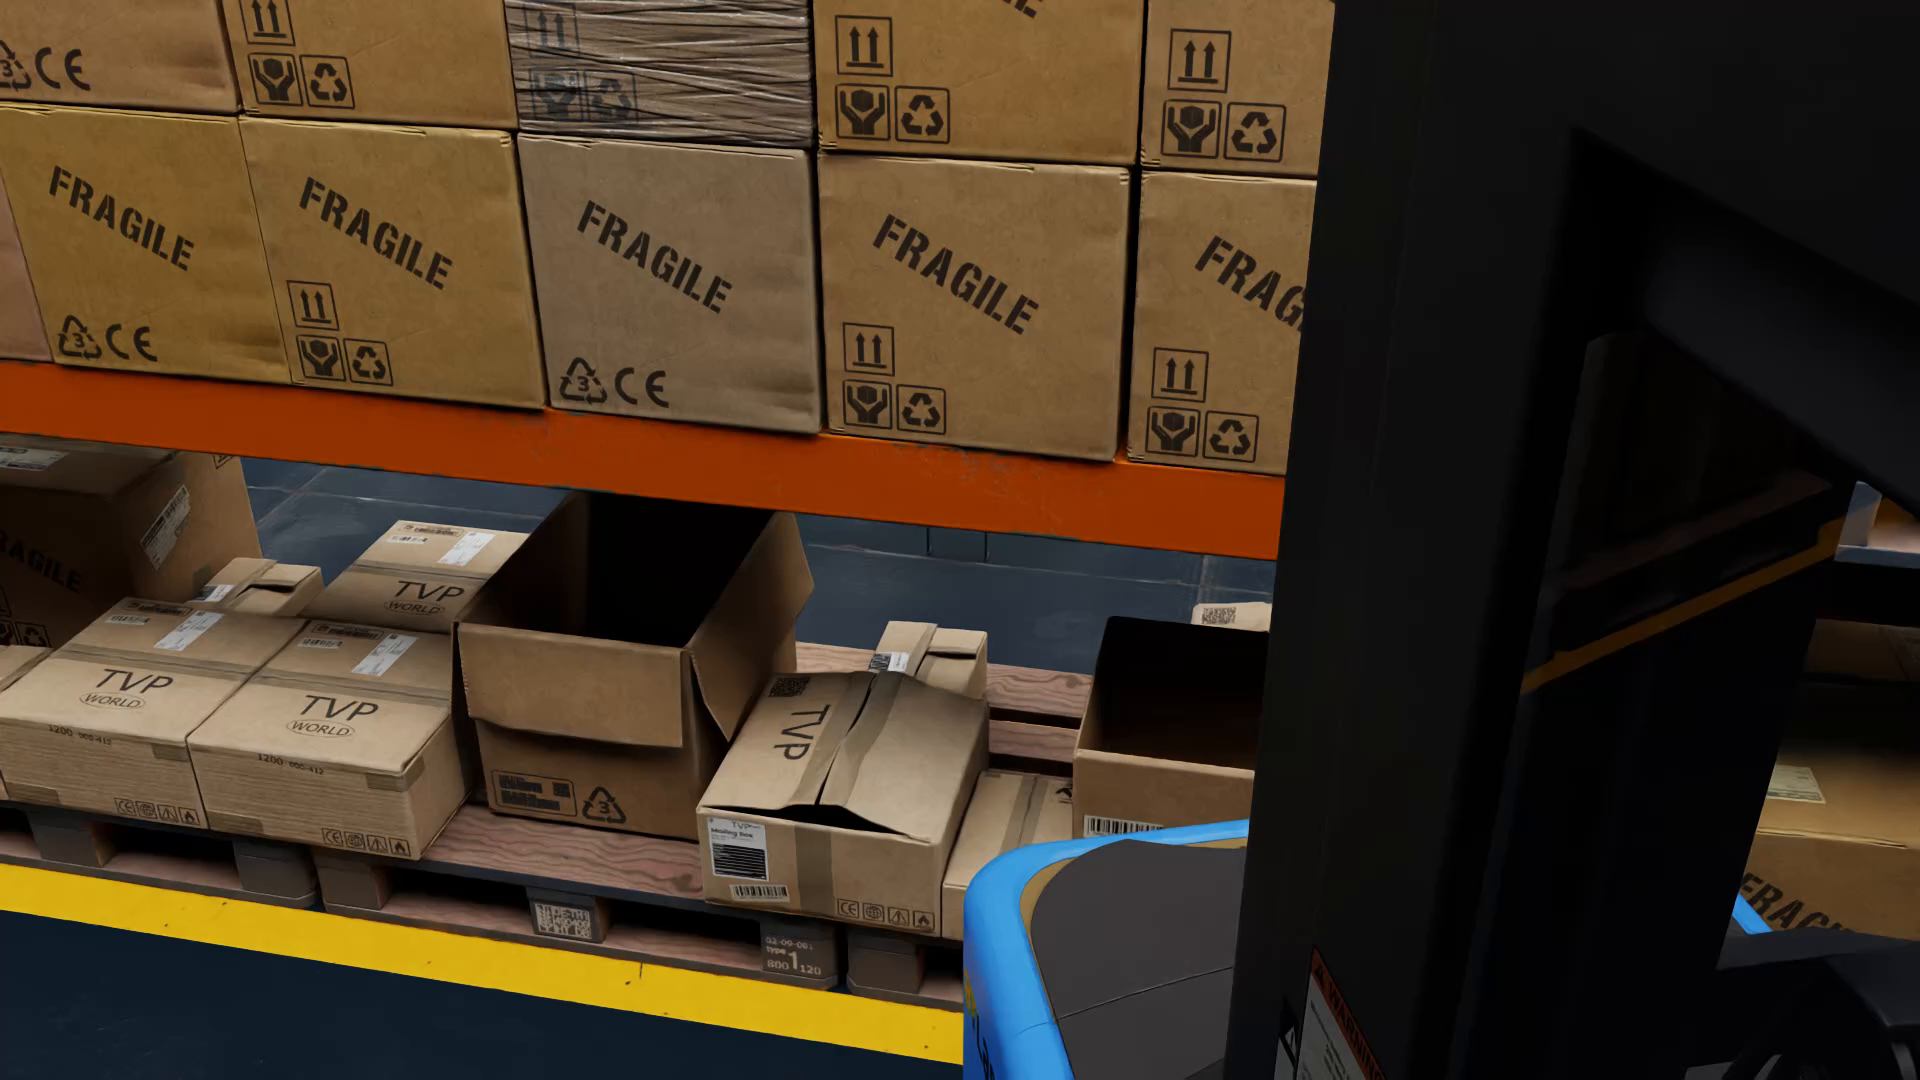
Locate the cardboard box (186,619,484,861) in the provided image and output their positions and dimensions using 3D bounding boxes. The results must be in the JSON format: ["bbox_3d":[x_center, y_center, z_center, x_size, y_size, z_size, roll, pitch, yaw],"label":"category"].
[{"bbox_3d":[-1.342,0.435,3.736,0.500,0.250,0.500,6,29,11],"label":"cardboard box"}]

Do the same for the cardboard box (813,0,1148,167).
[{"bbox_3d":[0.069,-0.926,2.673,0.500,0.500,0.500,5,29,10],"label":"cardboard box"}]

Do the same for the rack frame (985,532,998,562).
[{"bbox_3d":[0.104,-0.516,4.942,0.006,1.200,0.240,6,29,11],"label":"rack frame"}]

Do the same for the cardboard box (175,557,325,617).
[{"bbox_3d":[-1.832,0.206,4.243,0.250,0.166,0.380,6,29,11],"label":"cardboard box"}]

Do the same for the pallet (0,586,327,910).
[{"bbox_3d":[-1.938,0.445,4.218,1.213,0.211,1.003,6,29,11],"label":"pallet"}]

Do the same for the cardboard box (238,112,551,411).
[{"bbox_3d":[-0.929,-0.589,3.099,0.500,0.500,0.500,6,29,11],"label":"cardboard box"}]

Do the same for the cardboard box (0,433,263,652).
[{"bbox_3d":[-2.209,-0.023,4.314,0.500,0.500,0.500,6,29,11],"label":"cardboard box"}]

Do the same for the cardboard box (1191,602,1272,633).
[{"bbox_3d":[0.754,0.378,3.778,0.500,0.311,0.500,6,29,11],"label":"cardboard box"}]

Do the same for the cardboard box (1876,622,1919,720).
[{"bbox_3d":[2.143,0.407,3.527,0.500,0.500,0.500,6,29,11],"label":"cardboard box"}]

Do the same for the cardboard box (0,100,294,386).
[{"bbox_3d":[-1.418,-0.640,3.192,0.500,0.500,0.500,6,29,10],"label":"cardboard box"}]

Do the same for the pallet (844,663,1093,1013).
[{"bbox_3d":[0.448,0.689,3.771,1.213,0.211,1.003,6,29,11],"label":"pallet"}]

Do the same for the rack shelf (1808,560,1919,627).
[{"bbox_3d":[3.075,0.051,2.781,4.000,0.370,1.077,6,29,11],"label":"rack shelf"}]

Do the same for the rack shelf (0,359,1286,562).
[{"bbox_3d":[-0.837,-0.350,3.514,4.000,0.370,1.077,6,29,11],"label":"rack shelf"}]

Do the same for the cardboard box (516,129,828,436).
[{"bbox_3d":[-0.430,-0.540,3.008,0.500,0.500,0.500,7,29,12],"label":"cardboard box"}]

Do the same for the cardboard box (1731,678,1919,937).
[{"bbox_3d":[1.541,0.602,3.172,0.500,0.500,0.500,5,29,8],"label":"cardboard box"}]

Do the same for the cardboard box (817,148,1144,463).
[{"bbox_3d":[0.072,-0.489,2.916,0.500,0.500,0.500,7,29,12],"label":"cardboard box"}]

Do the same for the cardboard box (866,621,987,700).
[{"bbox_3d":[-0.094,0.359,3.962,0.250,0.166,0.380,6,29,11],"label":"cardboard box"}]

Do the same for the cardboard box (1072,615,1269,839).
[{"bbox_3d":[0.503,0.515,3.331,0.500,0.500,0.500,6,29,11],"label":"cardboard box"}]

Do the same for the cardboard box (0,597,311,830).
[{"bbox_3d":[-1.831,0.385,3.828,0.500,0.250,0.500,6,29,11],"label":"cardboard box"}]

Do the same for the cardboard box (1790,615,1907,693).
[{"bbox_3d":[1.662,0.354,3.625,0.500,0.500,0.500,6,29,10],"label":"cardboard box"}]

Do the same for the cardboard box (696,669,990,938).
[{"bbox_3d":[-0.231,0.523,3.514,0.500,0.311,0.500,6,29,11],"label":"cardboard box"}]

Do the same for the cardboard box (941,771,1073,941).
[{"bbox_3d":[0.124,0.660,3.432,0.250,0.149,0.380,6,29,11],"label":"cardboard box"}]

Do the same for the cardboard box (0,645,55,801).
[{"bbox_3d":[-2.210,0.413,3.865,0.250,0.166,0.380,6,29,11],"label":"cardboard box"}]

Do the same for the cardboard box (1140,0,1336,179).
[{"bbox_3d":[0.571,-0.876,2.582,0.500,0.500,0.500,6,29,11],"label":"cardboard box"}]

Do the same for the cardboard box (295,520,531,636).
[{"bbox_3d":[-1.287,0.196,4.174,0.500,0.250,0.500,6,29,11],"label":"cardboard box"}]

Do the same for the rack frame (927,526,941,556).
[{"bbox_3d":[-0.075,-0.534,4.976,0.006,1.200,0.240,6,29,11],"label":"rack frame"}]

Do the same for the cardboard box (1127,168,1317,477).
[{"bbox_3d":[0.577,-0.438,2.823,0.500,0.500,0.500,6,29,11],"label":"cardboard box"}]

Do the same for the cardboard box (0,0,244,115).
[{"bbox_3d":[-1.413,-1.078,2.951,0.500,0.500,0.500,6,29,11],"label":"cardboard box"}]

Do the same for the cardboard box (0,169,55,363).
[{"bbox_3d":[-1.908,-0.692,3.286,0.500,0.500,0.500,6,29,10],"label":"cardboard box"}]

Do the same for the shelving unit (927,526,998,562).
[{"bbox_3d":[0.014,-0.525,4.959,0.189,1.200,0.258,6,29,11],"label":"shelving unit"}]

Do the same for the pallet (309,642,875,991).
[{"bbox_3d":[-0.749,0.568,3.993,1.213,0.211,1.003,6,29,11],"label":"pallet"}]

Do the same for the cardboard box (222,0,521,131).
[{"bbox_3d":[-0.916,-1.028,2.859,0.500,0.500,0.500,6,29,10],"label":"cardboard box"}]

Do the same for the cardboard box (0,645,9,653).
[{"bbox_3d":[-2.455,0.395,3.915,0.250,0.149,0.380,6,29,11],"label":"cardboard box"}]

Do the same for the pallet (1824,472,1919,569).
[{"bbox_3d":[1.878,-0.249,2.781,1.213,0.211,1.003,6,29,11],"label":"pallet"}]

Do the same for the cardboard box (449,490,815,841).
[{"bbox_3d":[-0.719,0.251,3.809,0.637,0.503,0.797,6,29,11],"label":"cardboard box"}]

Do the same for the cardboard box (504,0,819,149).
[{"bbox_3d":[-0.424,-0.977,2.765,0.500,0.500,0.500,6,29,11],"label":"cardboard box"}]
